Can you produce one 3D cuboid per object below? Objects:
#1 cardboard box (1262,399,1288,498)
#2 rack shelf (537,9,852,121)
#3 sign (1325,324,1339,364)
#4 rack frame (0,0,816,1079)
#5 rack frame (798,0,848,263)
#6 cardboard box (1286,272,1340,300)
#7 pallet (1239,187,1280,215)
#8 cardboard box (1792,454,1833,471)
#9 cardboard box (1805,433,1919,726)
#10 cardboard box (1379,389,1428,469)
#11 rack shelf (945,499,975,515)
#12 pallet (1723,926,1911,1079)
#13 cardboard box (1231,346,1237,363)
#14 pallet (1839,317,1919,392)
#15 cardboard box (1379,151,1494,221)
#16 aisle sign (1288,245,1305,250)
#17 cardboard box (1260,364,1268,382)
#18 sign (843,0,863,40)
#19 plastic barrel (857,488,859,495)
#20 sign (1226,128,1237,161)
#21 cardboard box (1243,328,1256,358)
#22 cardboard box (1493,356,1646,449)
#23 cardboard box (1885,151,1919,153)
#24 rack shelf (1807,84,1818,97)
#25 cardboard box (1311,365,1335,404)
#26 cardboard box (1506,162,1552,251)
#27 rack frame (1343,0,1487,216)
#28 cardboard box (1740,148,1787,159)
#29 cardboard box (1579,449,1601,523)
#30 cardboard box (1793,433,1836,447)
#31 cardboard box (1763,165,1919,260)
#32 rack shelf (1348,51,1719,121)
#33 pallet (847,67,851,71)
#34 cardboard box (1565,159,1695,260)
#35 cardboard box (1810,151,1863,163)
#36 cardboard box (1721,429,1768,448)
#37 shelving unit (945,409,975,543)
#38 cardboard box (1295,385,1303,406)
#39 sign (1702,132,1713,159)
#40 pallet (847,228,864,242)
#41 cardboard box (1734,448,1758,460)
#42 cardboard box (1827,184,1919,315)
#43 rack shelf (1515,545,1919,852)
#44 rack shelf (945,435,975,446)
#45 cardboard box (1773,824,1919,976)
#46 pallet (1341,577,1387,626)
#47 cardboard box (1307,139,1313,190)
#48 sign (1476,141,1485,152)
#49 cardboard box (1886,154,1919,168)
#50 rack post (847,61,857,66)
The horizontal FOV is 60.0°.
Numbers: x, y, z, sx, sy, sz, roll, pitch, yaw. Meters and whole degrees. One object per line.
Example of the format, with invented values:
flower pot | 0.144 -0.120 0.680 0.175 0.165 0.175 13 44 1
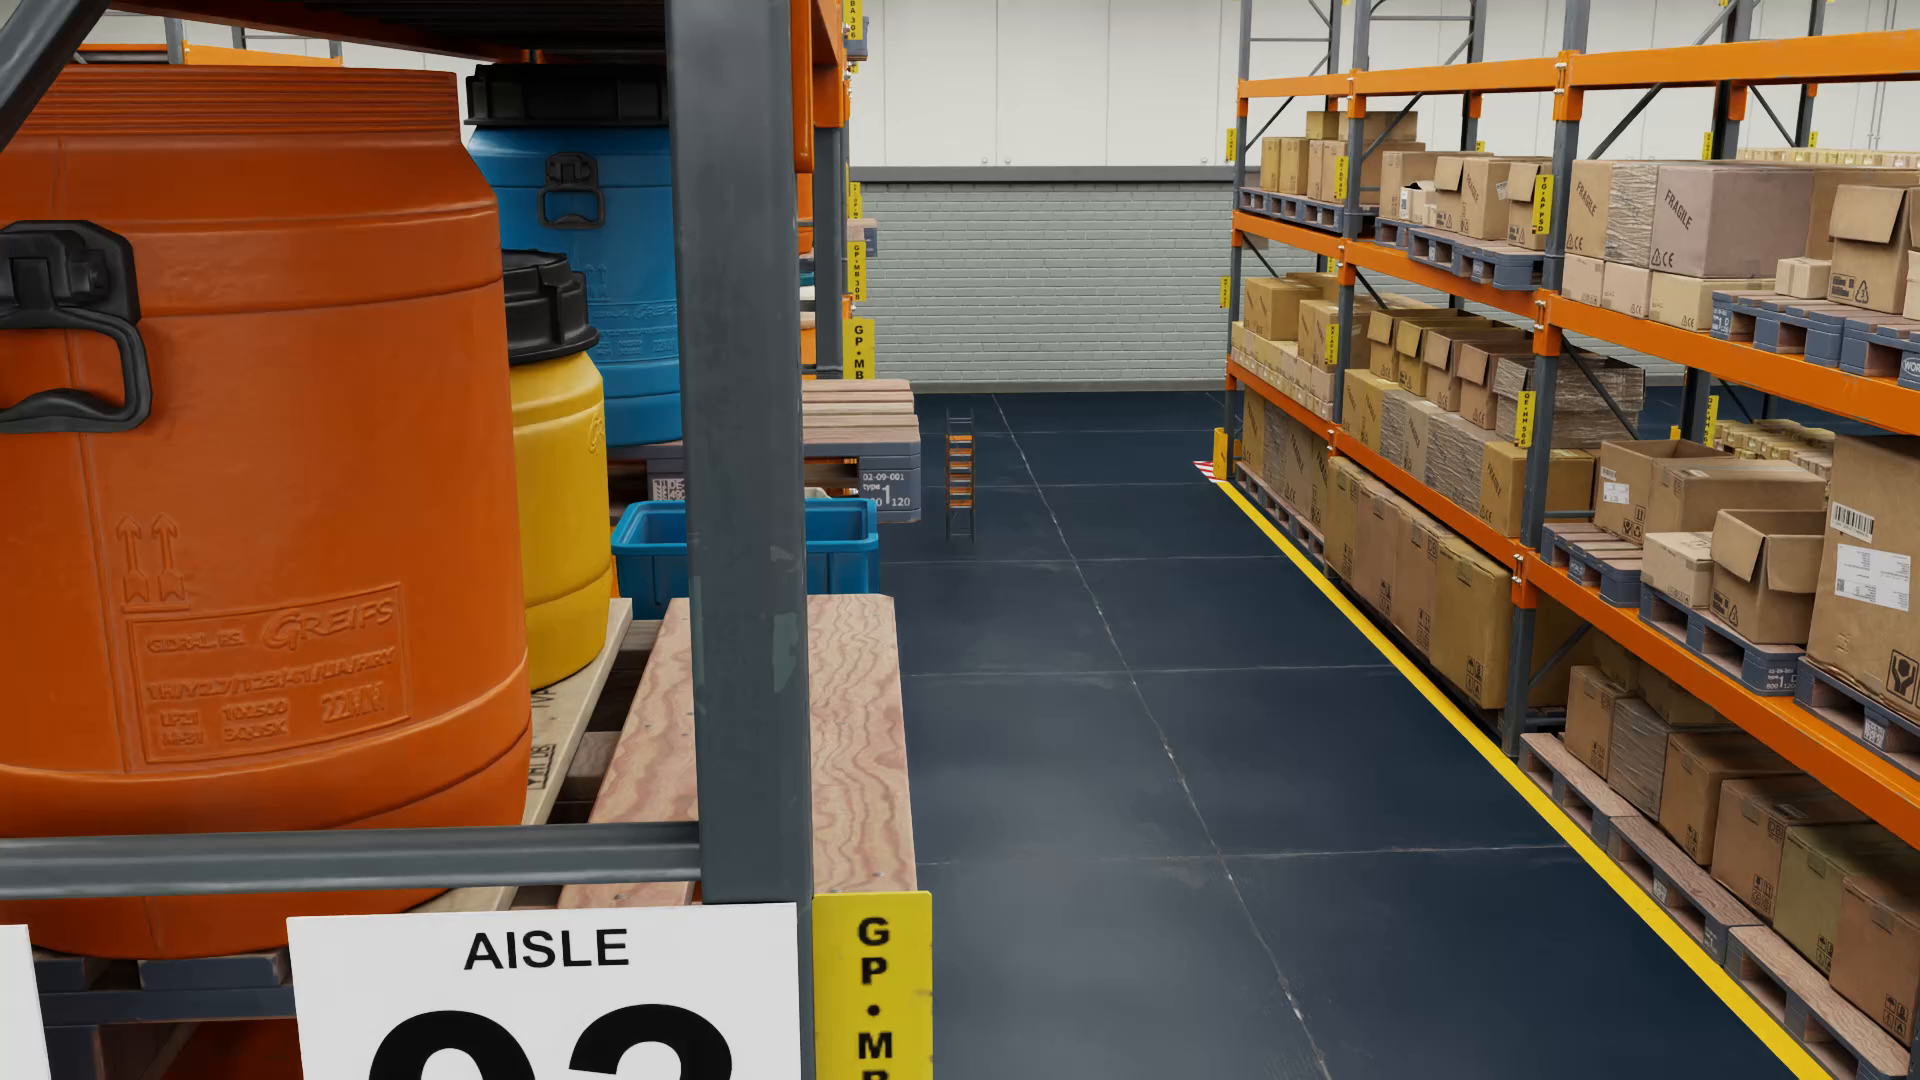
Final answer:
cardboard box | 3.505 -0.928 16.259 0.875 0.875 0.875 -1 14 -3
rack shelf | -0.995 -1.938 6.969 1.077 0.370 4.000 -1 14 -3
sign | 3.023 -1.592 13.521 0.100 0.325 0.005 -1 14 -3
rack frame | -0.623 -0.988 1.030 1.000 3.000 0.127 -1 14 -3
rack frame | -1.119 -2.977 8.762 1.000 3.000 0.127 -1 14 -3
cardboard box | 3.622 -2.456 16.973 0.500 0.500 0.500 -1 14 -3
pallet | 3.386 -3.363 16.461 1.003 0.211 1.213 -1 14 -3
cardboard box | 8.098 -0.713 15.687 0.380 0.149 0.250 -1 14 -5
cardboard box | 4.163 0.153 6.590 1.000 1.000 1.000 -1 14 -3
cardboard box | 3.419 -0.824 12.232 0.500 0.500 0.500 -1 14 -5
rack shelf | 0.001 -0.302 15.157 0.258 0.103 0.180 -1 14 -3
pallet | 4.023 2.003 7.041 1.003 0.211 1.213 -1 14 -3
cardboard box | 3.022 -1.923 17.208 0.380 0.149 0.250 -1 14 -3
pallet | 4.141 -0.671 6.193 1.213 0.211 1.003 -1 14 -3
cardboard box | 3.623 -2.704 12.675 0.700 0.500 0.500 -1 14 -2
aisle sign | 3.624 -3.420 17.304 0.394 0.787 0.004 -1 14 -3
cardboard box | 3.104 -1.603 15.966 0.380 0.149 0.250 -1 14 -4
sign | -0.570 -2.831 8.842 0.100 0.325 0.005 -1 14 -3
plastic barrel | -0.787 -0.027 9.063 0.600 0.536 0.708 -1 14 -3
sign | 2.775 -4.045 17.020 0.100 0.325 0.005 -1 14 -3
cardboard box | 3.128 -1.957 16.539 0.500 0.250 0.500 -1 14 -4
cardboard box | 3.796 -0.865 10.377 0.797 0.503 0.637 0 14 -2
cardboard box | 8.695 -3.479 15.228 0.380 0.149 0.250 -1 14 -5
rack shelf | 8.410 -4.247 15.149 1.077 0.370 4.000 -1 14 -3
cardboard box | 3.288 -1.320 14.066 0.500 0.250 0.500 -1 14 -4
cardboard box | 3.715 -2.005 9.953 0.797 0.503 0.637 0 14 0
rack frame | 3.577 -4.049 12.926 1.000 3.000 0.127 -1 14 -3
cardboard box | 8.077 -3.857 16.699 0.380 0.149 0.250 0 14 -1
cardboard box | 4.066 -0.322 10.281 0.500 0.500 0.500 0 14 -2
cardboard box | 8.625 -0.981 16.729 0.380 0.149 0.250 -1 15 -6
cardboard box | 4.162 -1.526 7.938 0.500 0.500 0.500 -1 14 -2
rack shelf | 3.701 -3.009 11.132 1.077 0.370 4.000 -1 14 -3
pallet | -1.285 -3.482 11.904 1.003 0.211 1.213 -1 14 -3
cardboard box | 3.597 -1.771 8.889 0.500 0.500 0.500 -1 14 -3
cardboard box | 8.145 -3.534 15.443 0.380 0.149 0.250 0 14 -2
cardboard box | 8.004 -1.033 16.931 0.380 0.149 0.250 -1 14 -4
shelving unit | 0.001 -0.577 15.087 0.258 1.200 0.189 -1 14 -3
cardboard box | 3.183 -1.284 14.725 0.380 0.149 0.250 -1 14 -2
sign | 7.744 -4.057 17.224 0.100 0.325 0.005 -1 14 -3
pallet | -1.147 -1.953 11.178 1.003 0.211 1.213 -1 14 -3
cardboard box | 8.034 -0.828 16.730 0.380 0.149 0.250 0 14 -2
cardboard box | 4.083 -1.212 6.873 0.797 0.503 0.637 0 14 -1
rack shelf | 3.949 0.697 7.964 1.077 0.370 4.000 -1 14 -3
rack shelf | 0.001 -0.883 15.008 0.258 0.103 0.180 -1 14 -3
cardboard box | 4.045 1.572 7.254 0.700 0.500 0.500 -1 14 -4
pallet | 3.700 0.398 13.280 1.003 0.211 1.213 -1 14 -3
cardboard box | 3.549 -3.356 15.009 0.700 0.500 0.500 0 14 -1
sign | 4.118 -3.009 13.238 0.100 0.325 0.005 -1 14 -3
cardboard box | 8.158 -3.209 14.181 0.380 0.149 0.250 -1 14 -4
rack post | -1.114 -3.229 10.742 0.937 0.300 0.954 1 14 3
